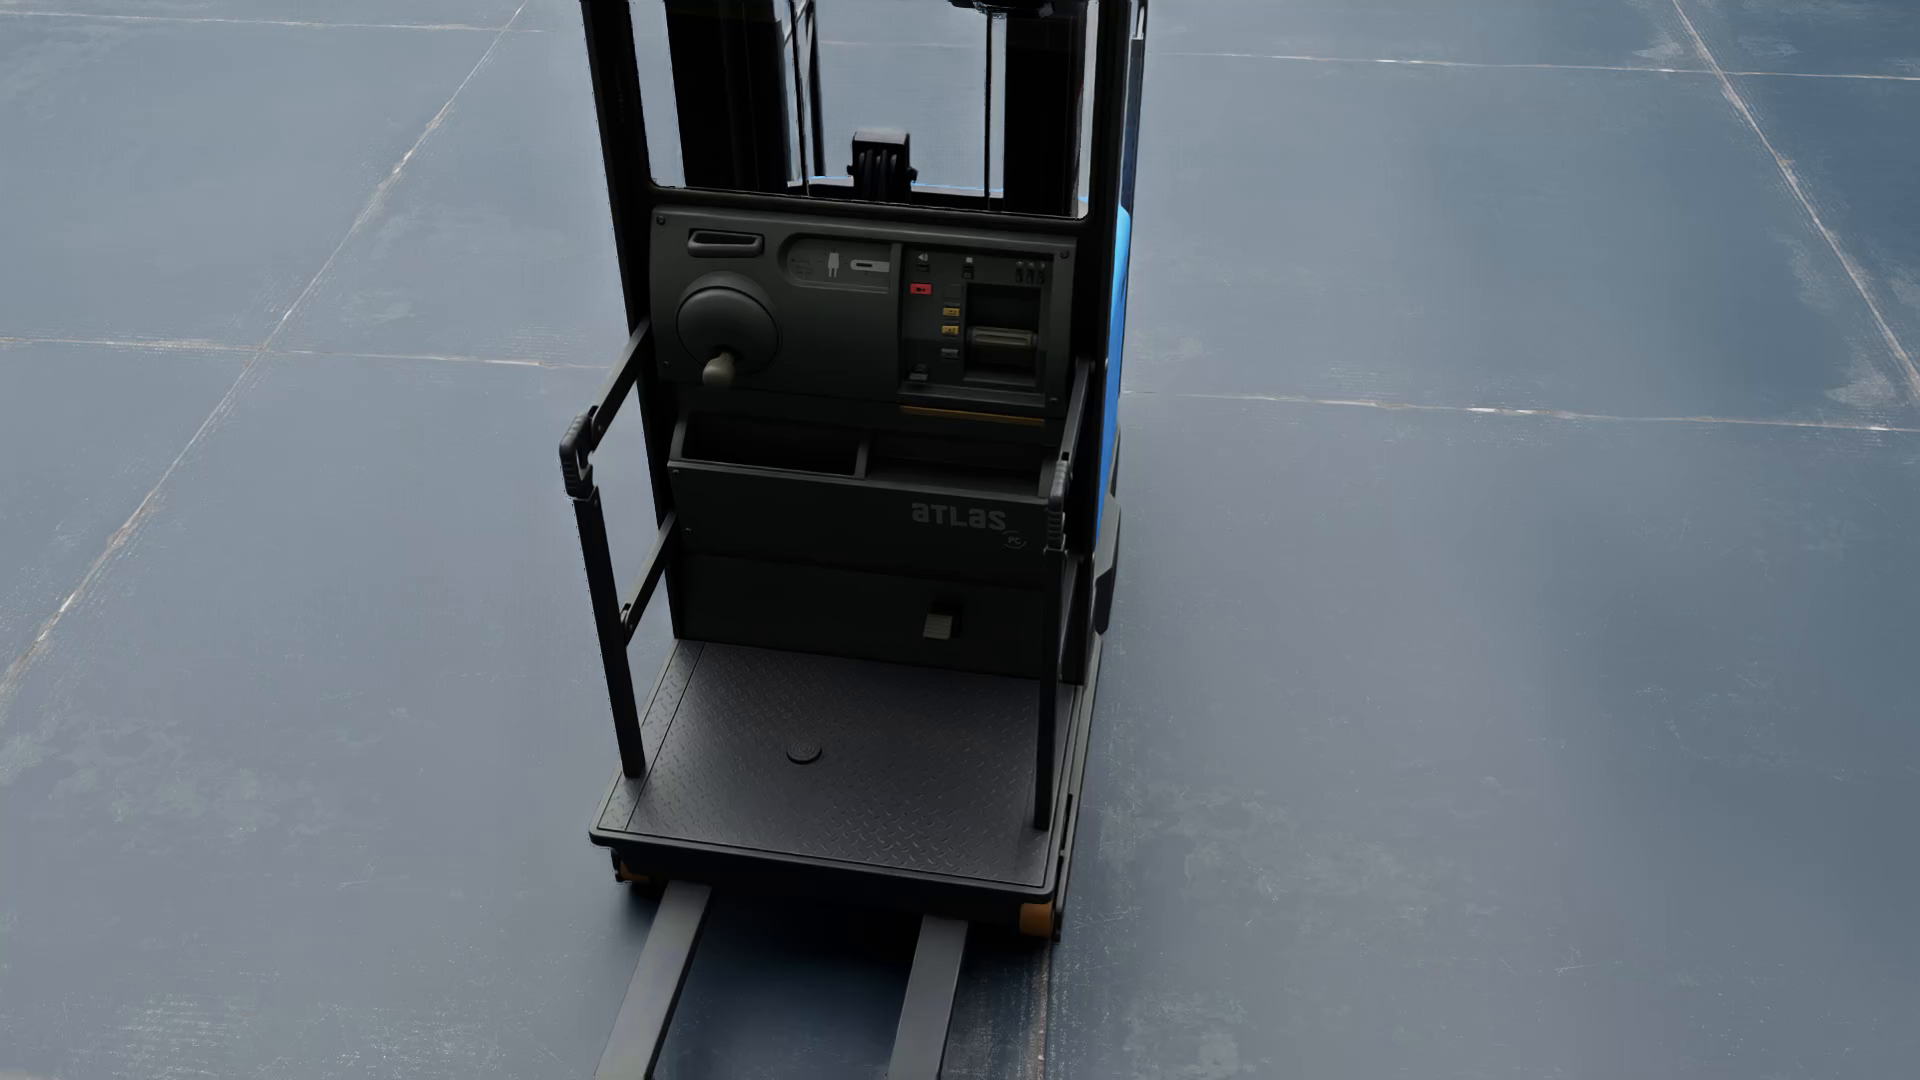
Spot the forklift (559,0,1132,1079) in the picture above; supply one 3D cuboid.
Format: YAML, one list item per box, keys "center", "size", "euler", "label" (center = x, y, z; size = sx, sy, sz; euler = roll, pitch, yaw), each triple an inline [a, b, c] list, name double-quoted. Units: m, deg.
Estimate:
- center: [-0.252, -0.419, 3.443]
  size: [1.130, 2.935, 3.031]
  euler: [6, 40, 7]
  label: "forklift"

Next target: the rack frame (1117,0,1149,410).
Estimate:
- center: [0.519, -0.949, 5.228]
  size: [0.032, 1.500, 0.500]
  euler: [5, 39, 6]
  label: "rack frame"

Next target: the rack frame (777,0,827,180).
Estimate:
- center: [-0.489, -1.034, 5.332]
  size: [0.032, 1.500, 0.500]
  euler: [5, 39, 6]
  label: "rack frame"

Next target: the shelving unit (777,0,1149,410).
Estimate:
- center: [0.015, -0.992, 5.280]
  size: [1.048, 1.500, 0.538]
  euler: [5, 39, 6]
  label: "shelving unit"
